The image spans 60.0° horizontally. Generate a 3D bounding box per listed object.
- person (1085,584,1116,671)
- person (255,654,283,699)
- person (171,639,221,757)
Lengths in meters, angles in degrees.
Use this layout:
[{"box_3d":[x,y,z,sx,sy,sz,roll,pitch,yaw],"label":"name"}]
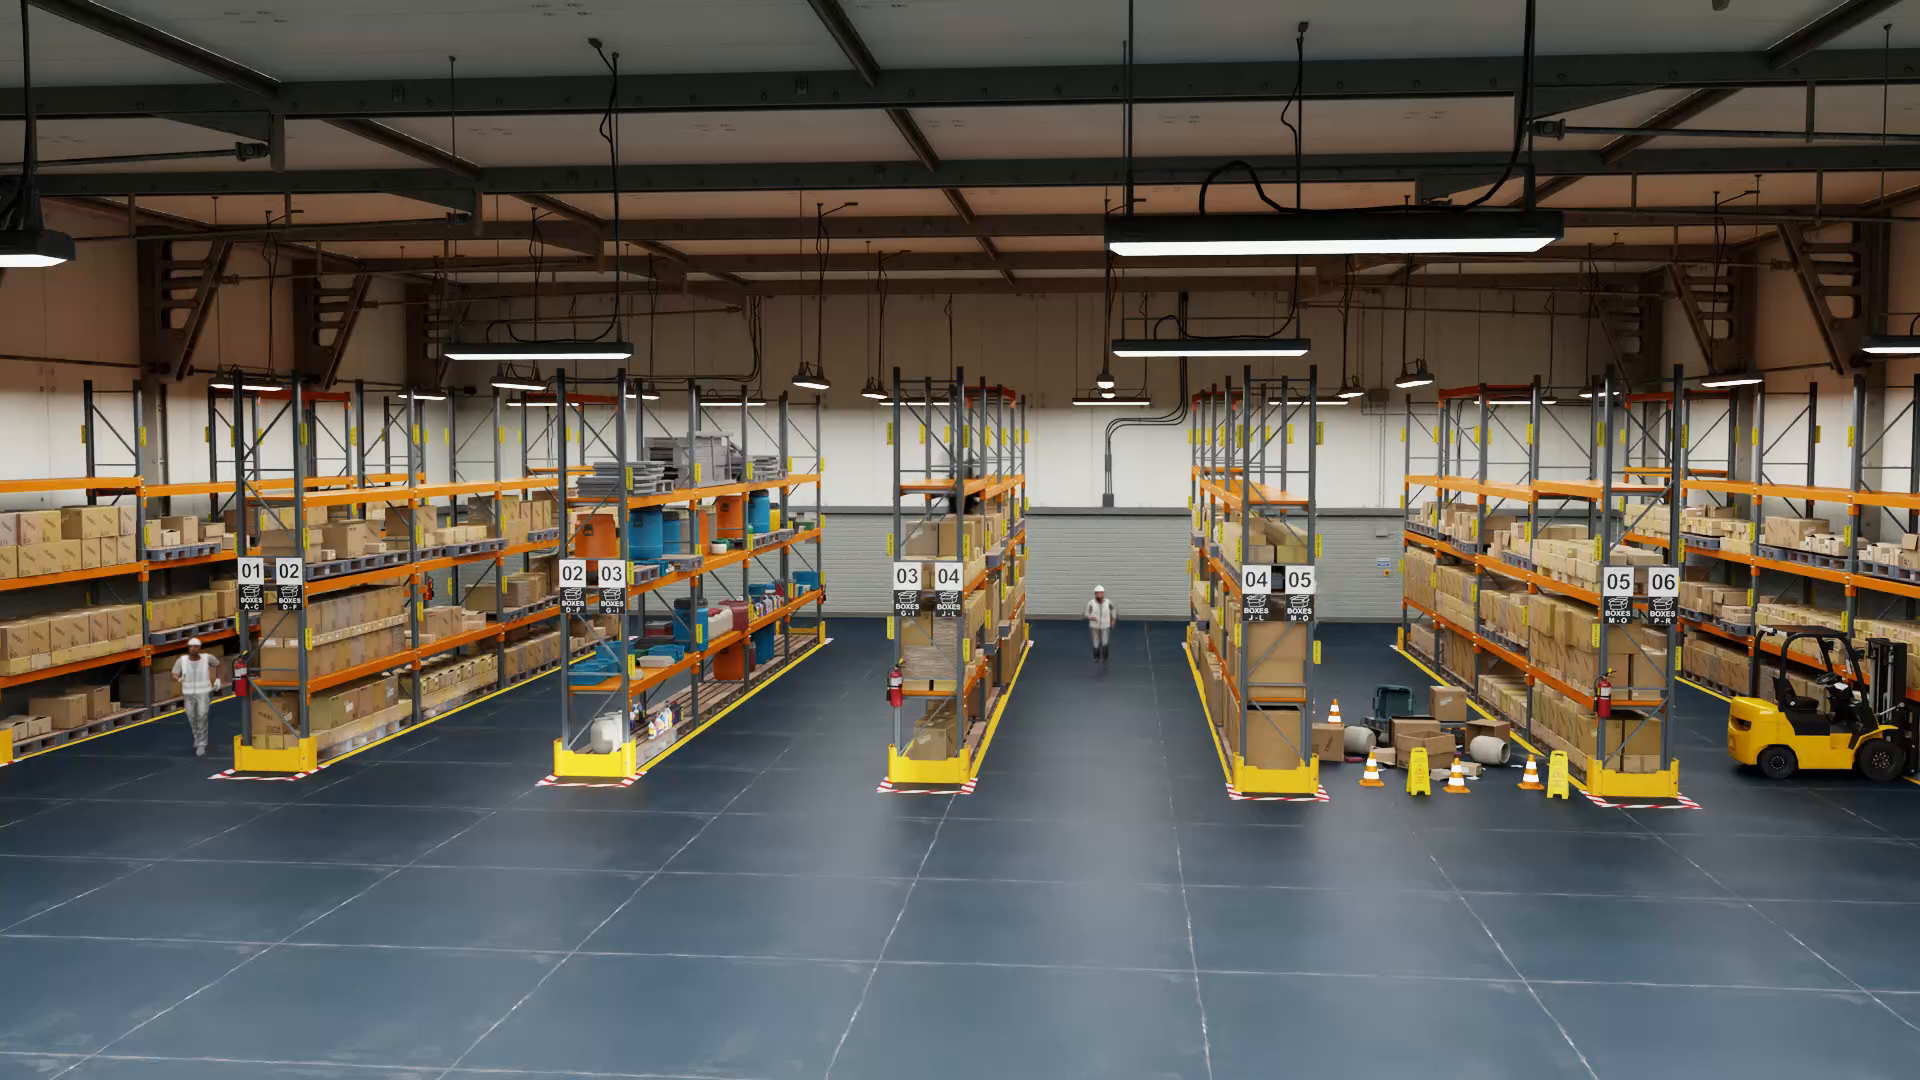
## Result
[{"box_3d":[2.920,1.803,34.548,0.668,1.782,0.750,0,4,2],"label":"person"},{"box_3d":[-11.704,2.418,28.253,0.585,1.629,0.847,0,4,1],"label":"person"},{"box_3d":[-12.091,2.454,26.307,0.698,1.807,0.933,-1,4,-15],"label":"person"}]
